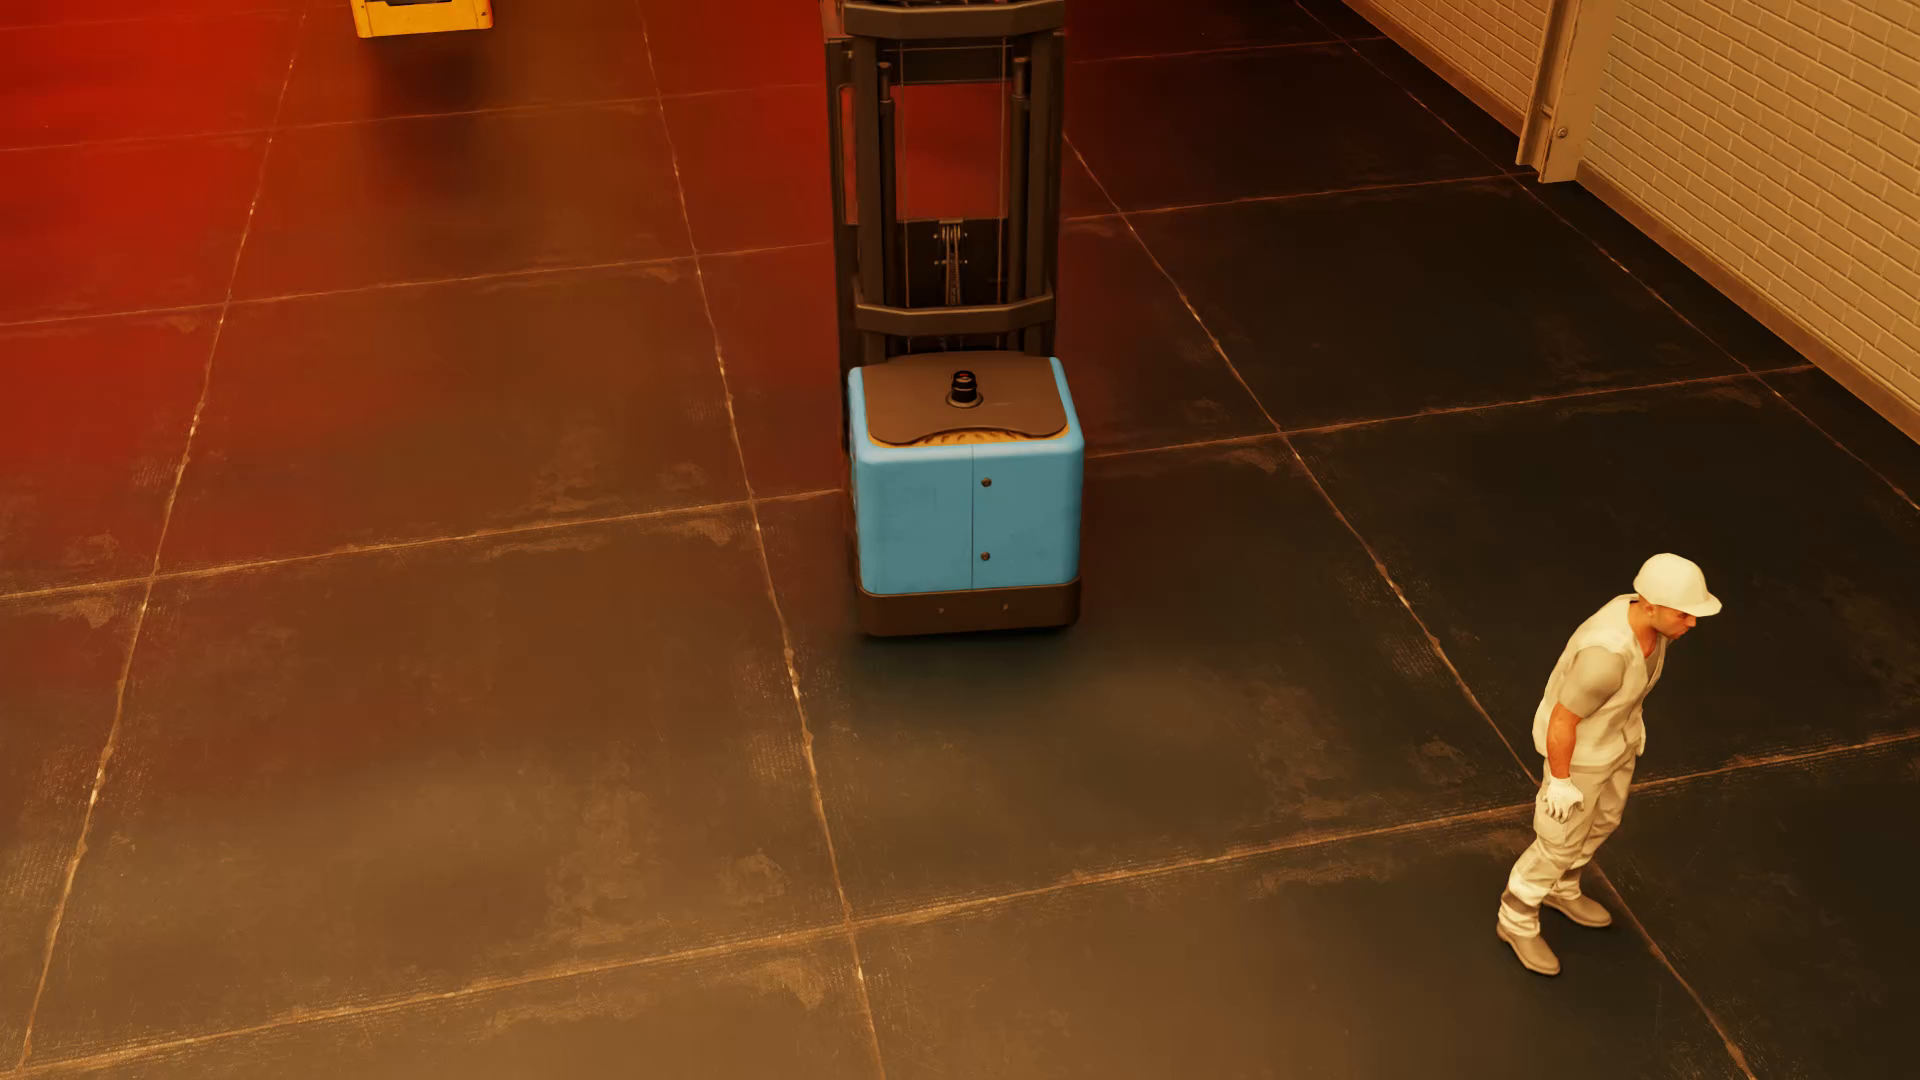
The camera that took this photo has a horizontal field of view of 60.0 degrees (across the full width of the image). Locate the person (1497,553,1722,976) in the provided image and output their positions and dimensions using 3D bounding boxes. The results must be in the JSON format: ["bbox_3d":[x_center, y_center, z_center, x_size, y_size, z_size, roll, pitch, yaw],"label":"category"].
[{"bbox_3d":[2.294,0.770,5.972,0.607,1.777,0.453,-28,44,-33],"label":"person"}]

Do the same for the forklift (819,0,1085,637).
[{"bbox_3d":[-0.094,-1.581,8.248,1.130,2.935,3.031,-3,36,-5],"label":"forklift"}]
